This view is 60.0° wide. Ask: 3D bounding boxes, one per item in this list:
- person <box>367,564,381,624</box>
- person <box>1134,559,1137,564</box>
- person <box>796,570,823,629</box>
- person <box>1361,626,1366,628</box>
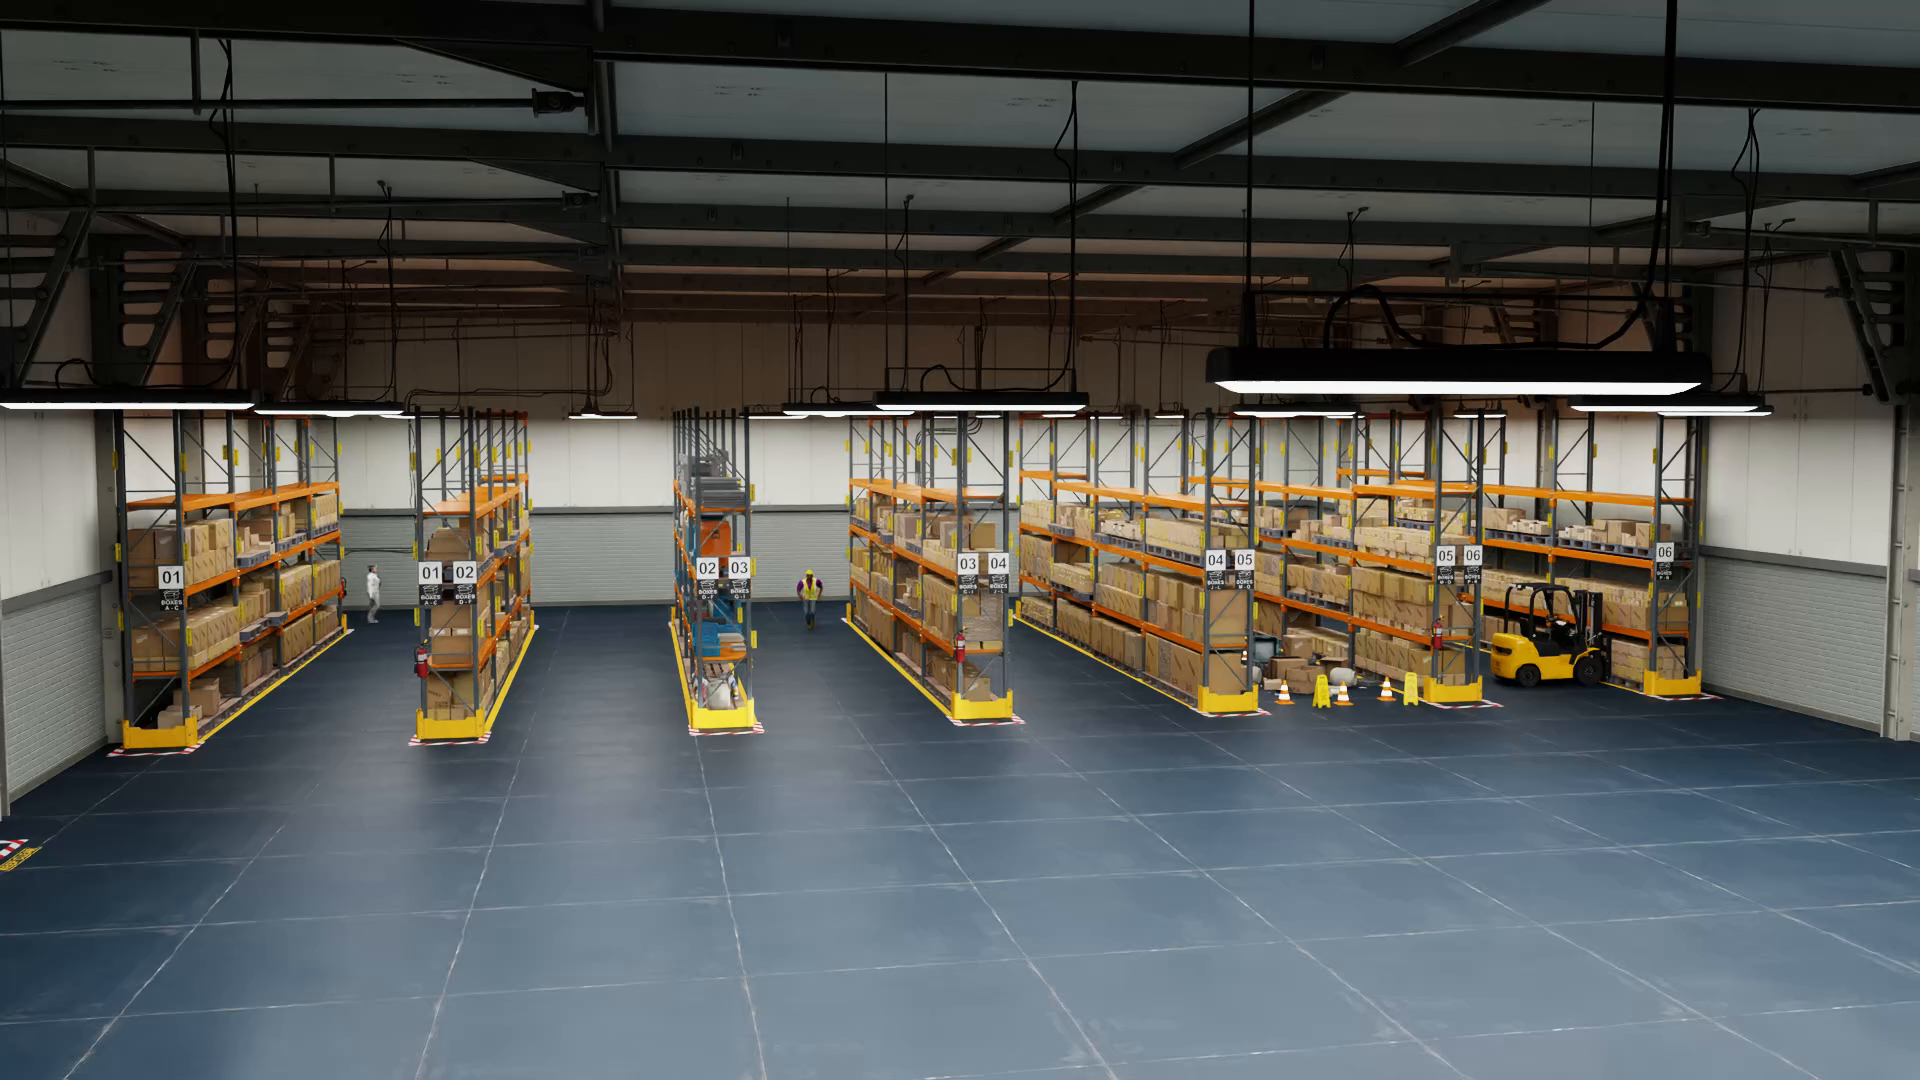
[{"bbox_3d":[-16.638,1.518,47.192,0.394,1.690,0.508,-1,4,-11],"label":"person"},{"bbox_3d":[5.080,1.385,48.853,0.633,1.804,0.582,1,4,8],"label":"person"},{"bbox_3d":[-4.136,1.636,45.799,0.716,1.667,0.694,0,4,-2],"label":"person"},{"bbox_3d":[10.377,1.877,41.886,0.659,1.760,0.668,-3,5,-35],"label":"person"}]
